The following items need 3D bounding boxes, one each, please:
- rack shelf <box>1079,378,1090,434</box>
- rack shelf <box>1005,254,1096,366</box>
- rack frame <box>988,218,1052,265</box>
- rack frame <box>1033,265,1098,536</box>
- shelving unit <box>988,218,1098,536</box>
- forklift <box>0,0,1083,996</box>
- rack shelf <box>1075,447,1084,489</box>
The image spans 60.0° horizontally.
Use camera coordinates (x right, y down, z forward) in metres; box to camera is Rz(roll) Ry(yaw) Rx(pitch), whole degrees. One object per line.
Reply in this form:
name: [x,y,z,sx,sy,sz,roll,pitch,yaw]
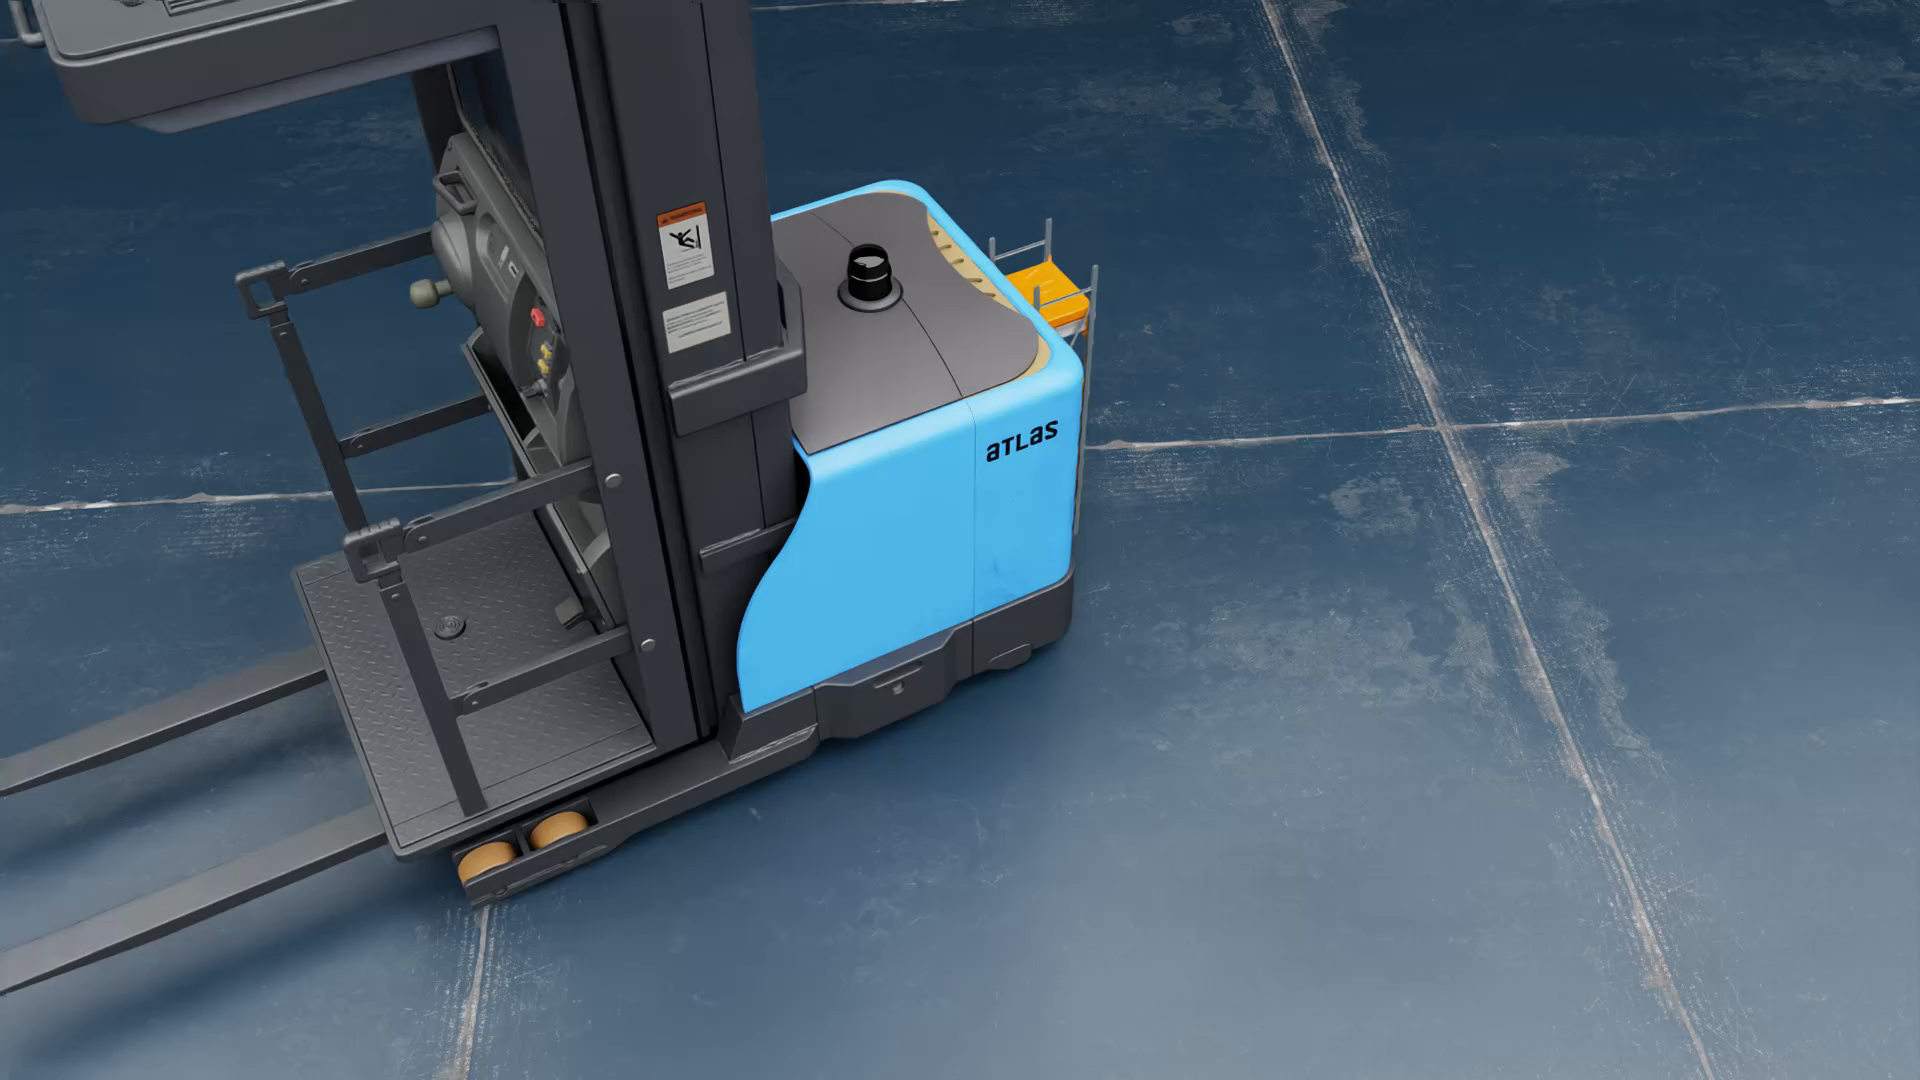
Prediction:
rack shelf: [0.227,-0.419,4.938,0.215,0.259,0.240,-22,50,-19]
rack shelf: [0.227,-0.614,4.732,0.215,0.259,0.240,-22,50,-19]
rack frame: [0.168,-0.504,5.004,0.200,1.050,0.008,-22,50,-19]
rack frame: [0.286,-0.349,4.857,0.200,1.050,0.008,-22,50,-19]
shelving unit: [0.227,-0.426,4.930,0.215,1.050,0.252,-22,50,-19]
forklift: [-1.212,-0.502,3.707,3.031,2.935,1.130,-22,50,-19]
rack shelf: [0.226,-0.228,5.140,0.215,0.259,0.240,-22,50,-19]
